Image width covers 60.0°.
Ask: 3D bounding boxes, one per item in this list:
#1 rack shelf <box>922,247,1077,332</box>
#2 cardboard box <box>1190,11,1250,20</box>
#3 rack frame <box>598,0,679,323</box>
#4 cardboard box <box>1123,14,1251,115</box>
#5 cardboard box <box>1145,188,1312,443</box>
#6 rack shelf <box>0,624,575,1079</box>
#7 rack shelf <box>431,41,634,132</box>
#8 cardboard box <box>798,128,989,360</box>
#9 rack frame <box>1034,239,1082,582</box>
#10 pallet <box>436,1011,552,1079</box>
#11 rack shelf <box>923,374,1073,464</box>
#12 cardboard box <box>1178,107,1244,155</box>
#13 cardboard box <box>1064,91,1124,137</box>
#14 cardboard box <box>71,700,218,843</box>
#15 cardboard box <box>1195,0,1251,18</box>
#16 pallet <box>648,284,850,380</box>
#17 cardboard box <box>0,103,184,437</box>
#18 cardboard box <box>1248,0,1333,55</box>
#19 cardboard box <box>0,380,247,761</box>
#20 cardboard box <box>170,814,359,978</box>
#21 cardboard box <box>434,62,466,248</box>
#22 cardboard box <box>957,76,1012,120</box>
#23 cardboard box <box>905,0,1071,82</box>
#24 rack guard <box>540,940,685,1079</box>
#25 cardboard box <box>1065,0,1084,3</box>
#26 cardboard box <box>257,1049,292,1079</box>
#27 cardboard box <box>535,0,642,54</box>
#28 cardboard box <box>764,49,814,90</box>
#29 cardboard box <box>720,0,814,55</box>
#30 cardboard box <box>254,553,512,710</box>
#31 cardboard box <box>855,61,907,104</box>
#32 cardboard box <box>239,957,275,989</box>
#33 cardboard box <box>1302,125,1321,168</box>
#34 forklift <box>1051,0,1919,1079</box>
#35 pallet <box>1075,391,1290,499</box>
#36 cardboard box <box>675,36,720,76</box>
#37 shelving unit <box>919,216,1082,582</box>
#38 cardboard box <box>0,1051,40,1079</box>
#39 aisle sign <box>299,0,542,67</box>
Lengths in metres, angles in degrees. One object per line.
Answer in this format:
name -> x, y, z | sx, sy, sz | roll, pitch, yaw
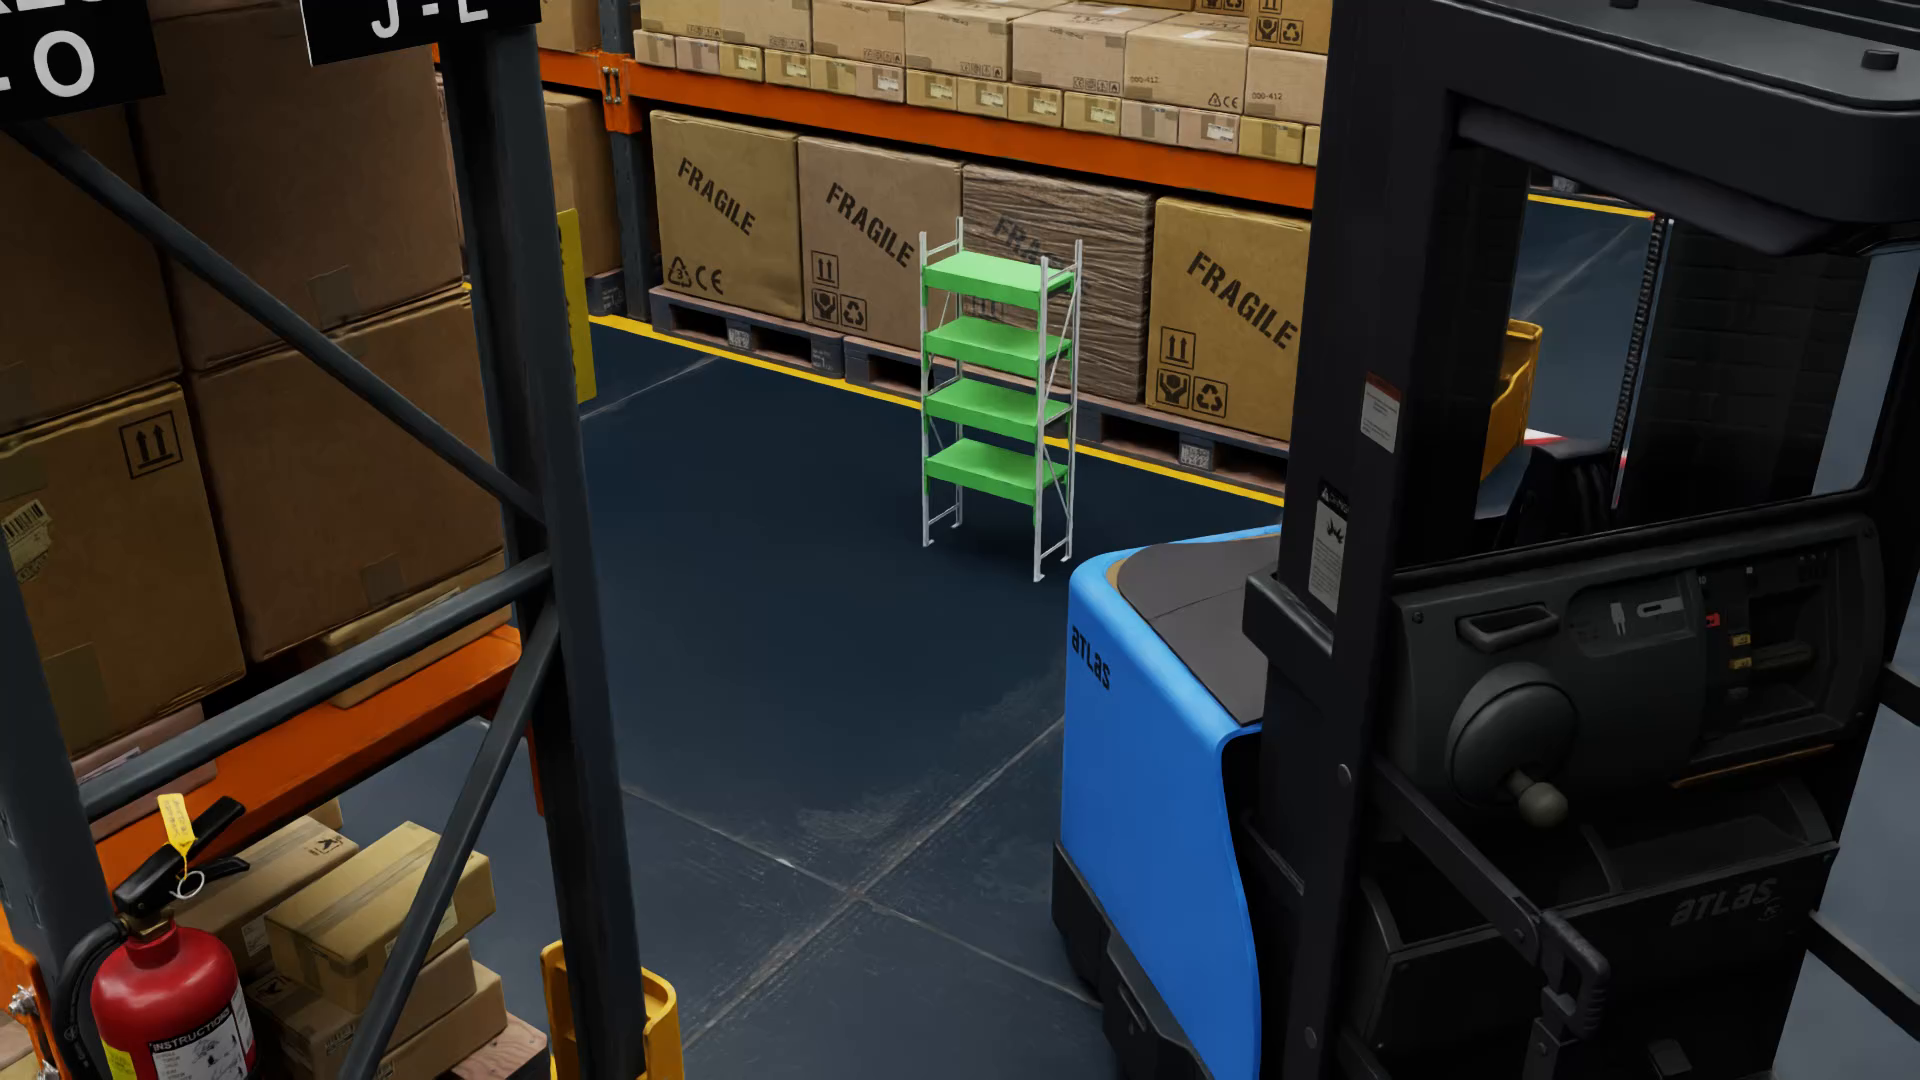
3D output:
rack shelf -> 0.136, -0.863, 5.706 | 0.480, 0.148, 0.258 | 17, 32, 30
cardboard box -> 1.262, -2.033, 6.774 | 0.500, 0.250, 0.500 | 17, 31, 30
rack frame -> -1.360, -2.639, 8.128 | 0.127, 3.000, 1.000 | 17, 32, 30
cardboard box -> 0.969, -1.833, 6.382 | 0.500, 0.250, 0.500 | 17, 31, 29
cardboard box -> 1.364, -0.986, 6.760 | 0.875, 0.875, 0.875 | 17, 32, 30
rack shelf -> -2.603, 0.024, 3.689 | 4.000, 0.370, 1.077 | 17, 32, 30
rack shelf -> -3.009, -2.832, 9.300 | 4.000, 0.370, 1.077 | 17, 32, 30
cardboard box -> -0.120, -1.448, 7.669 | 0.875, 0.875, 0.875 | 17, 32, 30
rack frame -> 0.338, -0.430, 5.771 | 0.015, 1.200, 0.240 | 17, 32, 30
pallet -> -1.667, 1.218, 3.623 | 1.213, 0.211, 1.003 | 17, 32, 30
rack shelf -> 0.136, -0.435, 5.923 | 0.480, 0.148, 0.258 | 17, 32, 30
cardboard box -> 1.034, -1.599, 6.362 | 0.250, 0.149, 0.380 | 17, 32, 30
cardboard box -> 0.614, -1.730, 6.619 | 0.250, 0.149, 0.380 | 17, 31, 29
cardboard box -> -1.383, 0.351, 2.531 | 0.250, 0.149, 0.380 | 17, 32, 30
cardboard box -> 1.282, -2.364, 6.599 | 0.500, 0.500, 0.500 | 16, 31, 29
pallet -> -0.778, -1.171, 8.319 | 1.213, 0.211, 1.003 | 17, 32, 30
cardboard box -> -1.473, -0.430, 2.248 | 0.500, 0.500, 0.500 | 17, 31, 29
cardboard box -> 1.386, -2.038, 5.959 | 0.500, 0.500, 0.500 | 18, 32, 31
cardboard box -> -1.471, 0.020, 2.464 | 0.500, 0.500, 0.500 | 18, 32, 31
cardboard box -> -1.489, 0.748, 3.498 | 0.250, 0.149, 0.380 | 18, 32, 31
cardboard box -> -2.636, -2.265, 9.273 | 0.875, 0.875, 1.225 | 16, 31, 29
cardboard box -> 0.197, -1.861, 6.876 | 0.250, 0.149, 0.380 | 18, 32, 31
cardboard box -> 0.118, -2.096, 6.898 | 0.500, 0.250, 0.500 | 17, 32, 30
rack guard -> -1.017, 1.311, 3.122 | 0.348, 0.500, 1.175 | 17, 32, 30
cardboard box -> 0.417, -2.295, 7.290 | 0.500, 0.250, 0.500 | 17, 31, 29
cardboard box -> -1.467, 1.009, 3.640 | 0.250, 0.149, 0.380 | 17, 32, 30
cardboard box -> -1.900, -2.701, 8.141 | 0.500, 0.500, 0.500 | 17, 32, 30
cardboard box -> -0.653, -2.125, 7.395 | 0.250, 0.149, 0.380 | 16, 31, 29
cardboard box -> -0.714, -2.356, 7.410 | 0.500, 0.250, 0.500 | 17, 32, 30
cardboard box -> -1.036, 0.123, 2.978 | 0.250, 0.149, 0.380 | 17, 32, 30
cardboard box -> -0.236, -1.994, 7.138 | 0.250, 0.149, 0.380 | 18, 32, 31
cardboard box -> -1.435, 0.846, 3.633 | 0.250, 0.149, 0.380 | 17, 32, 30
cardboard box -> 1.457, -1.468, 6.104 | 0.250, 0.149, 0.380 | 18, 32, 31
forklift -> 1.198, 0.248, 2.531 | 1.130, 2.935, 3.031 | -9, 28, -17
pallet -> 1.233, -0.545, 7.088 | 1.213, 0.211, 1.003 | 17, 32, 30
cardboard box -> -1.088, -2.259, 7.659 | 0.250, 0.149, 0.380 | 16, 31, 29
shelving unit -> 0.136, -0.492, 5.894 | 0.503, 1.200, 0.258 | 17, 32, 30
cardboard box -> -1.534, 0.994, 3.014 | 0.250, 0.149, 0.380 | 18, 32, 31
aisle sign -> -0.725, -1.035, 2.111 | 0.004, 0.787, 0.394 | 17, 32, 30
